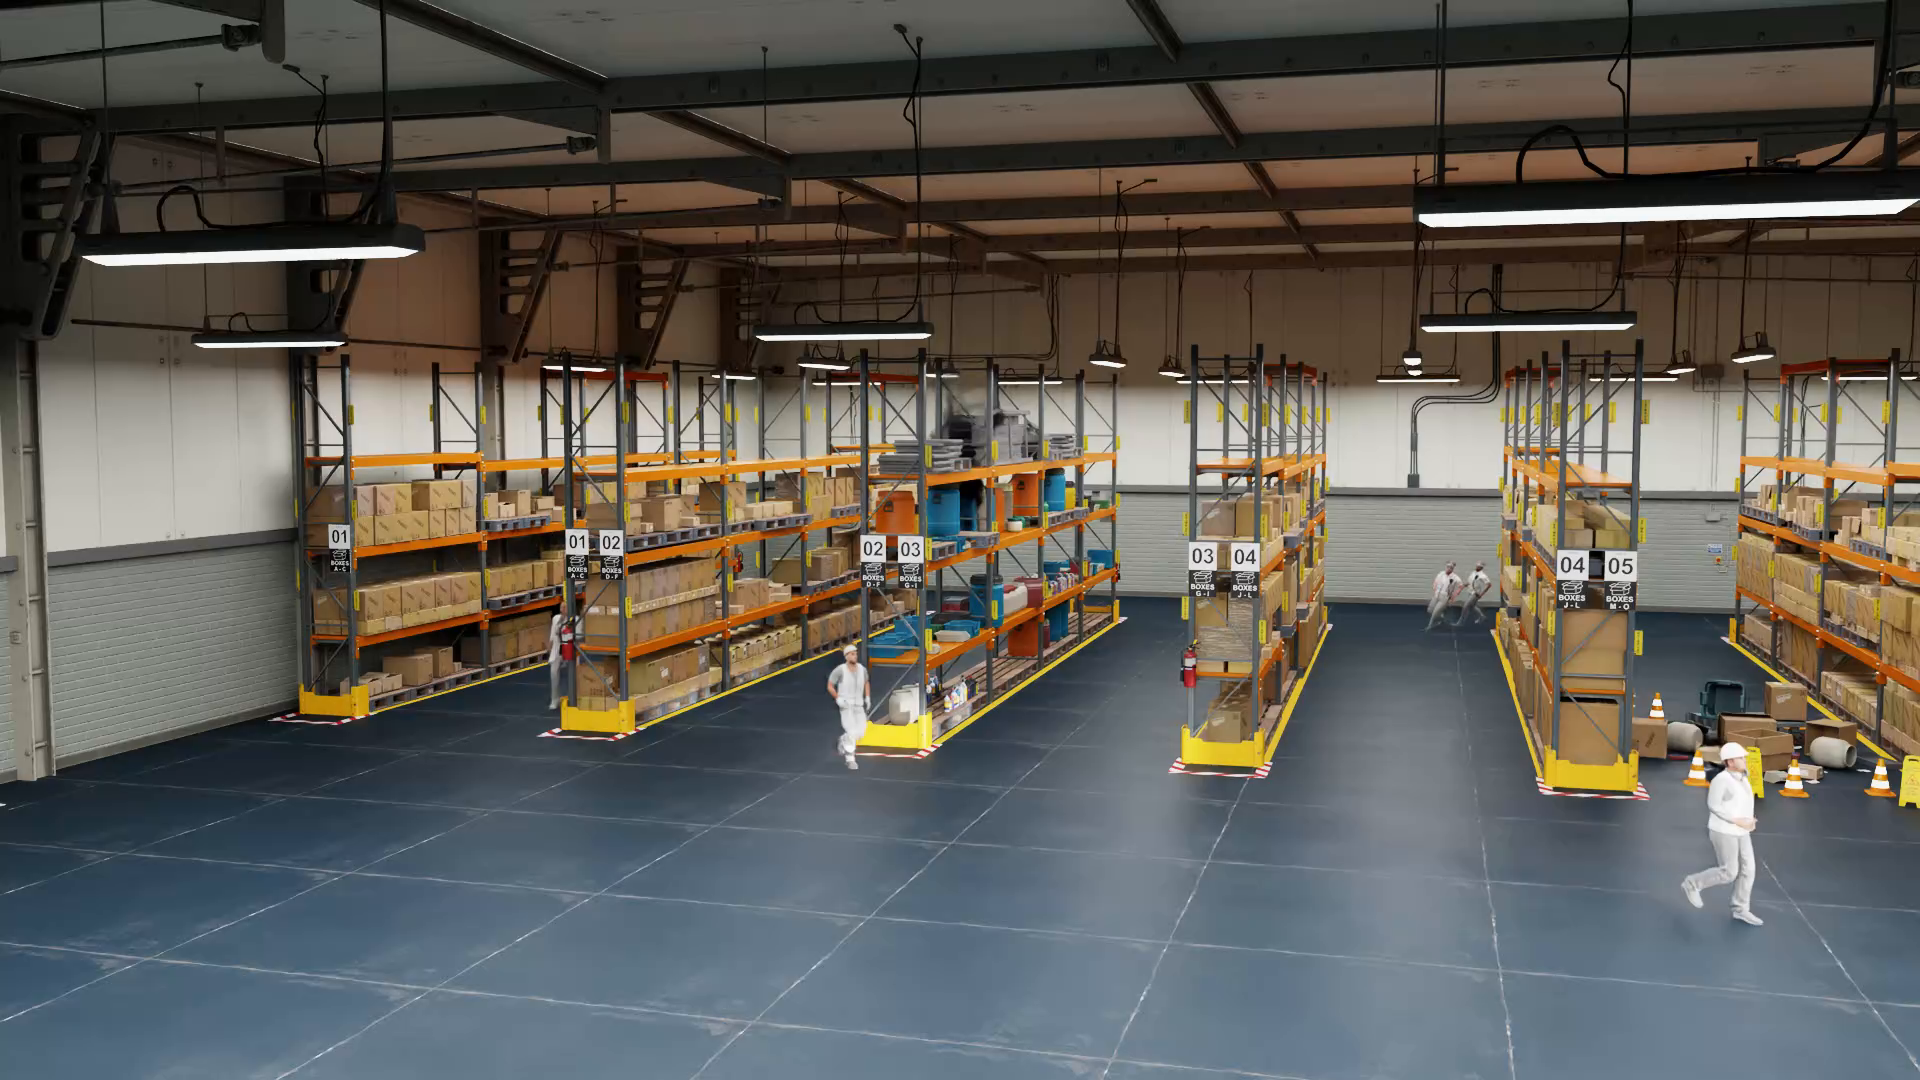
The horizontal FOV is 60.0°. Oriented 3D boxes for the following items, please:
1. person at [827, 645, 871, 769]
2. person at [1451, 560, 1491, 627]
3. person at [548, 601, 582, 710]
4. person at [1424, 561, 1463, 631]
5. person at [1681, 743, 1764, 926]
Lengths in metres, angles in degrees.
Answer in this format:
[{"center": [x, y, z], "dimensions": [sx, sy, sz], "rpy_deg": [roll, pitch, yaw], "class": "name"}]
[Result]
[{"center": [-1.582, 2.361, 23.777], "dimensions": [0.693, 1.747, 0.620], "rpy_deg": [-3, 5, -34], "class": "person"}, {"center": [12.051, 1.253, 39.227], "dimensions": [0.855, 1.610, 0.782], "rpy_deg": [1, 4, 13], "class": "person"}, {"center": [-6.790, 2.060, 28.650], "dimensions": [0.677, 1.629, 0.908], "rpy_deg": [1, 4, 9], "class": "person"}, {"center": [11.209, 1.304, 38.497], "dimensions": [0.625, 1.663, 0.754], "rpy_deg": [-3, 5, -36], "class": "person"}, {"center": [7.639, 2.891, 16.562], "dimensions": [0.684, 1.774, 0.772], "rpy_deg": [-4, 6, -40], "class": "person"}]
